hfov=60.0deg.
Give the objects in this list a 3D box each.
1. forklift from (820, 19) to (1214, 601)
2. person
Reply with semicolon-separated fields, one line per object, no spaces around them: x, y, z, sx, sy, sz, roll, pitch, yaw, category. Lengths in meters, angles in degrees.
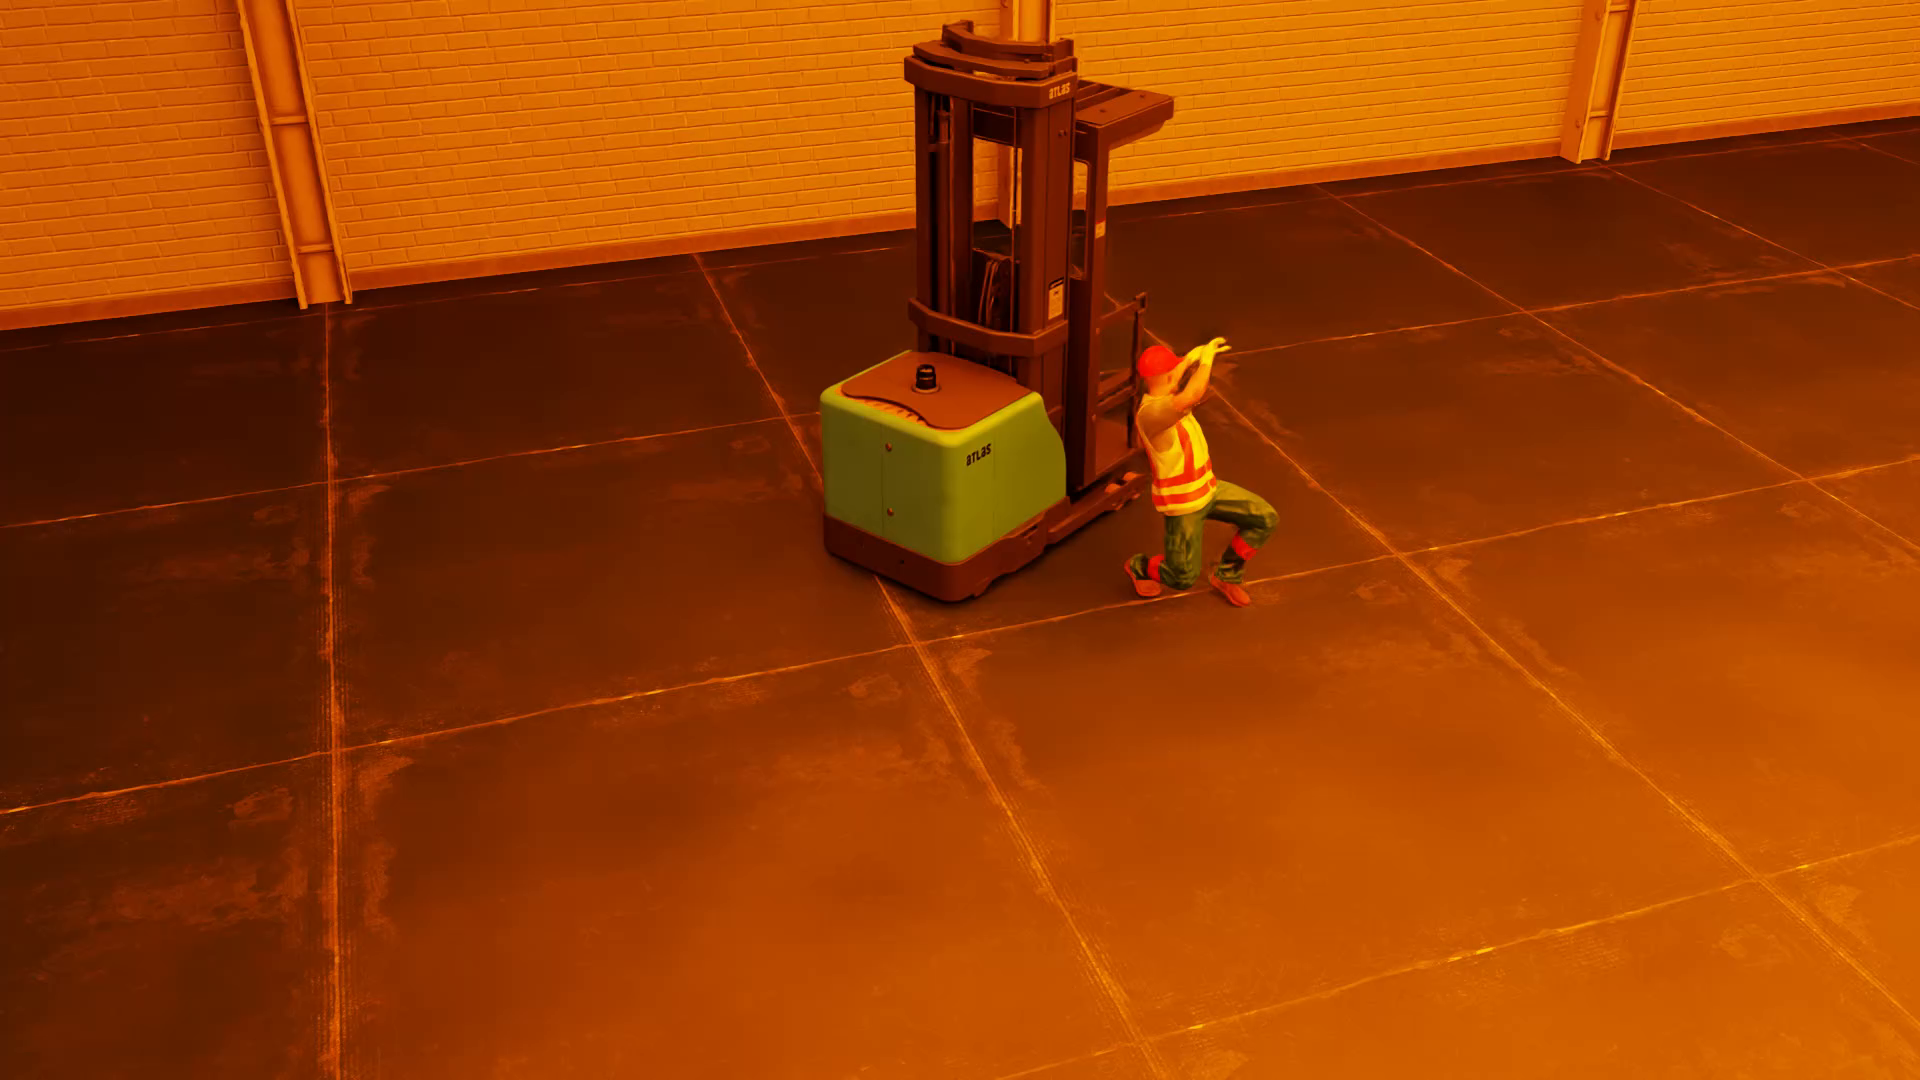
0.514;-1.594;9.857;1.130;2.935;3.031;22;37;33;forklift
1.428;-0.437;9.221;0.863;1.595;1.112;17;34;27;person
